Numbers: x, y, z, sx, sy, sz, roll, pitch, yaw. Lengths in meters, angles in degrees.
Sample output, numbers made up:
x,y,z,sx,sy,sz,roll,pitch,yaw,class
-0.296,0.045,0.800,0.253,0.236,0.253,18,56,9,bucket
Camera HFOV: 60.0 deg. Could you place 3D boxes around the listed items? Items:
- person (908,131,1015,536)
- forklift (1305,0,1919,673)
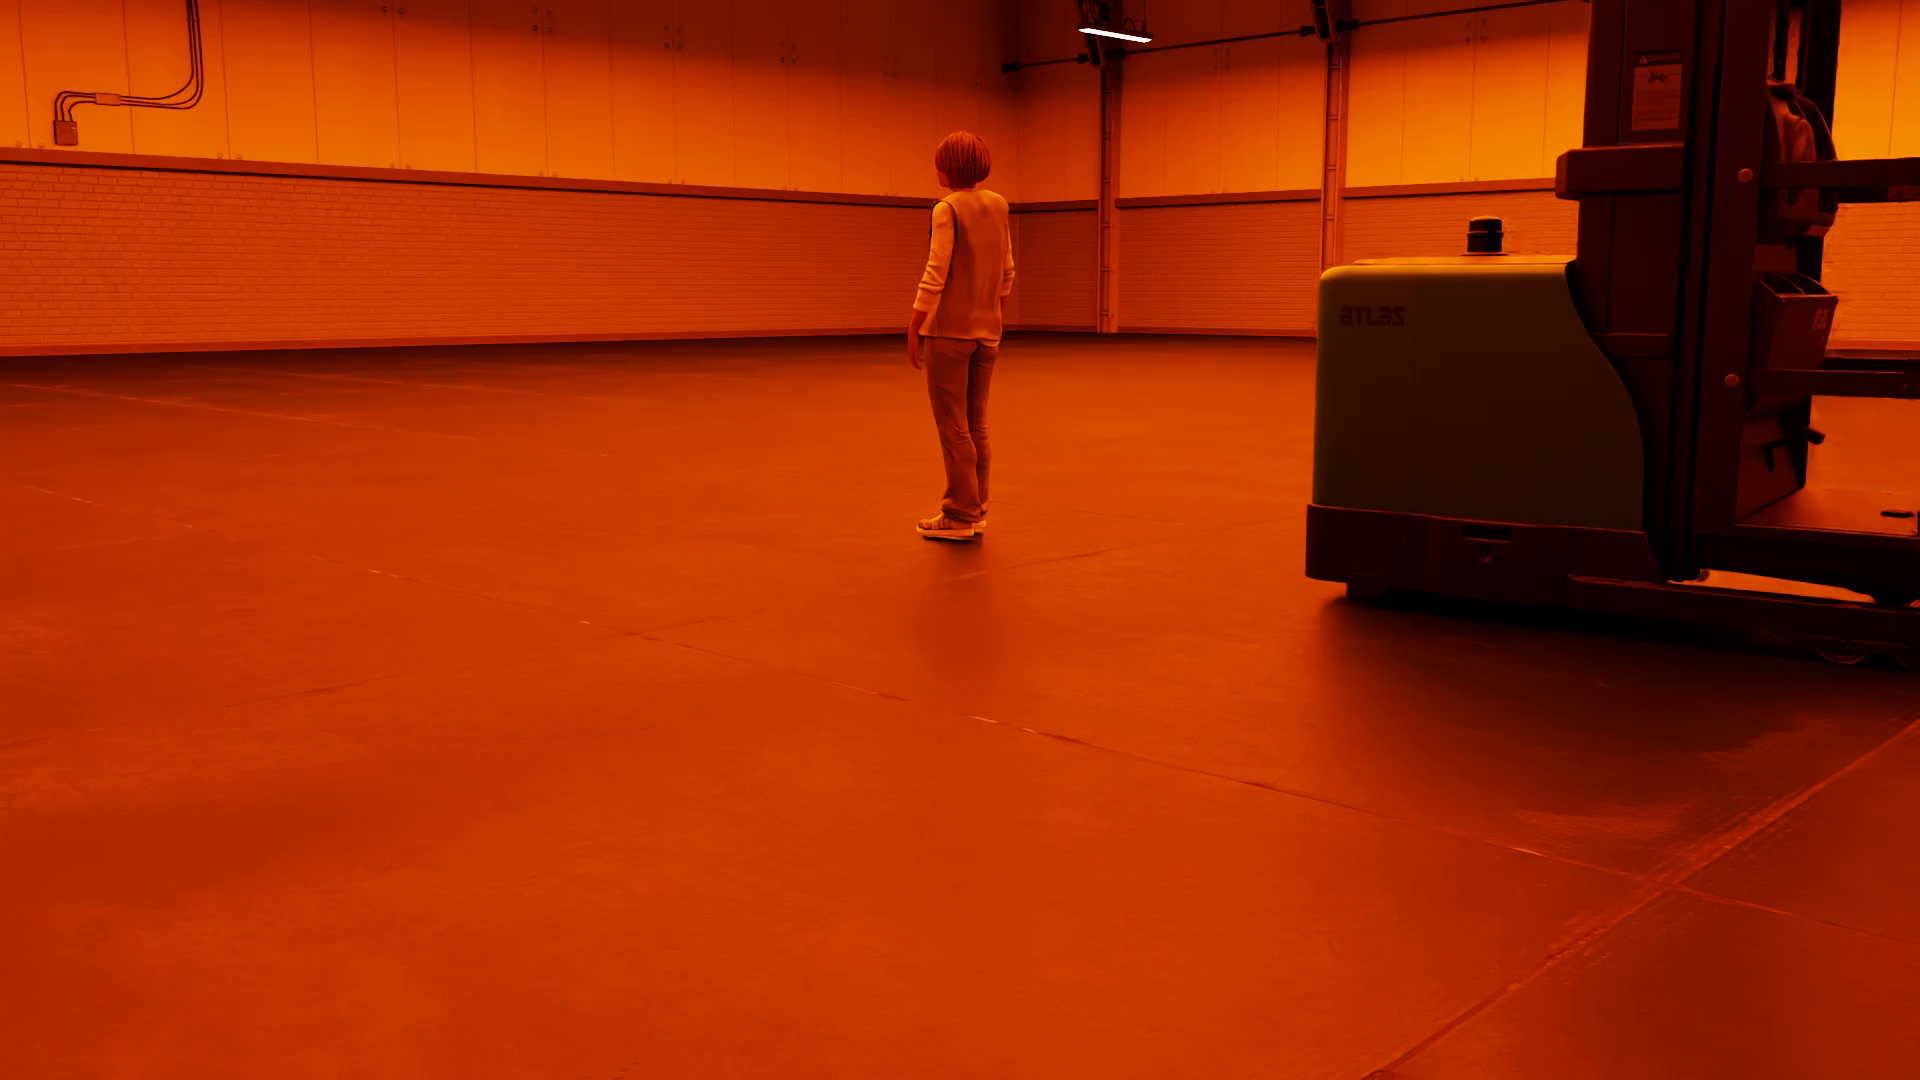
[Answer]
x,y,z,sx,sy,sz,roll,pitch,yaw,class
-0.044,-0.807,6.659,0.473,1.599,0.520,8,12,43,person
2.622,-1.186,4.751,3.031,2.935,1.130,6,11,36,forklift
